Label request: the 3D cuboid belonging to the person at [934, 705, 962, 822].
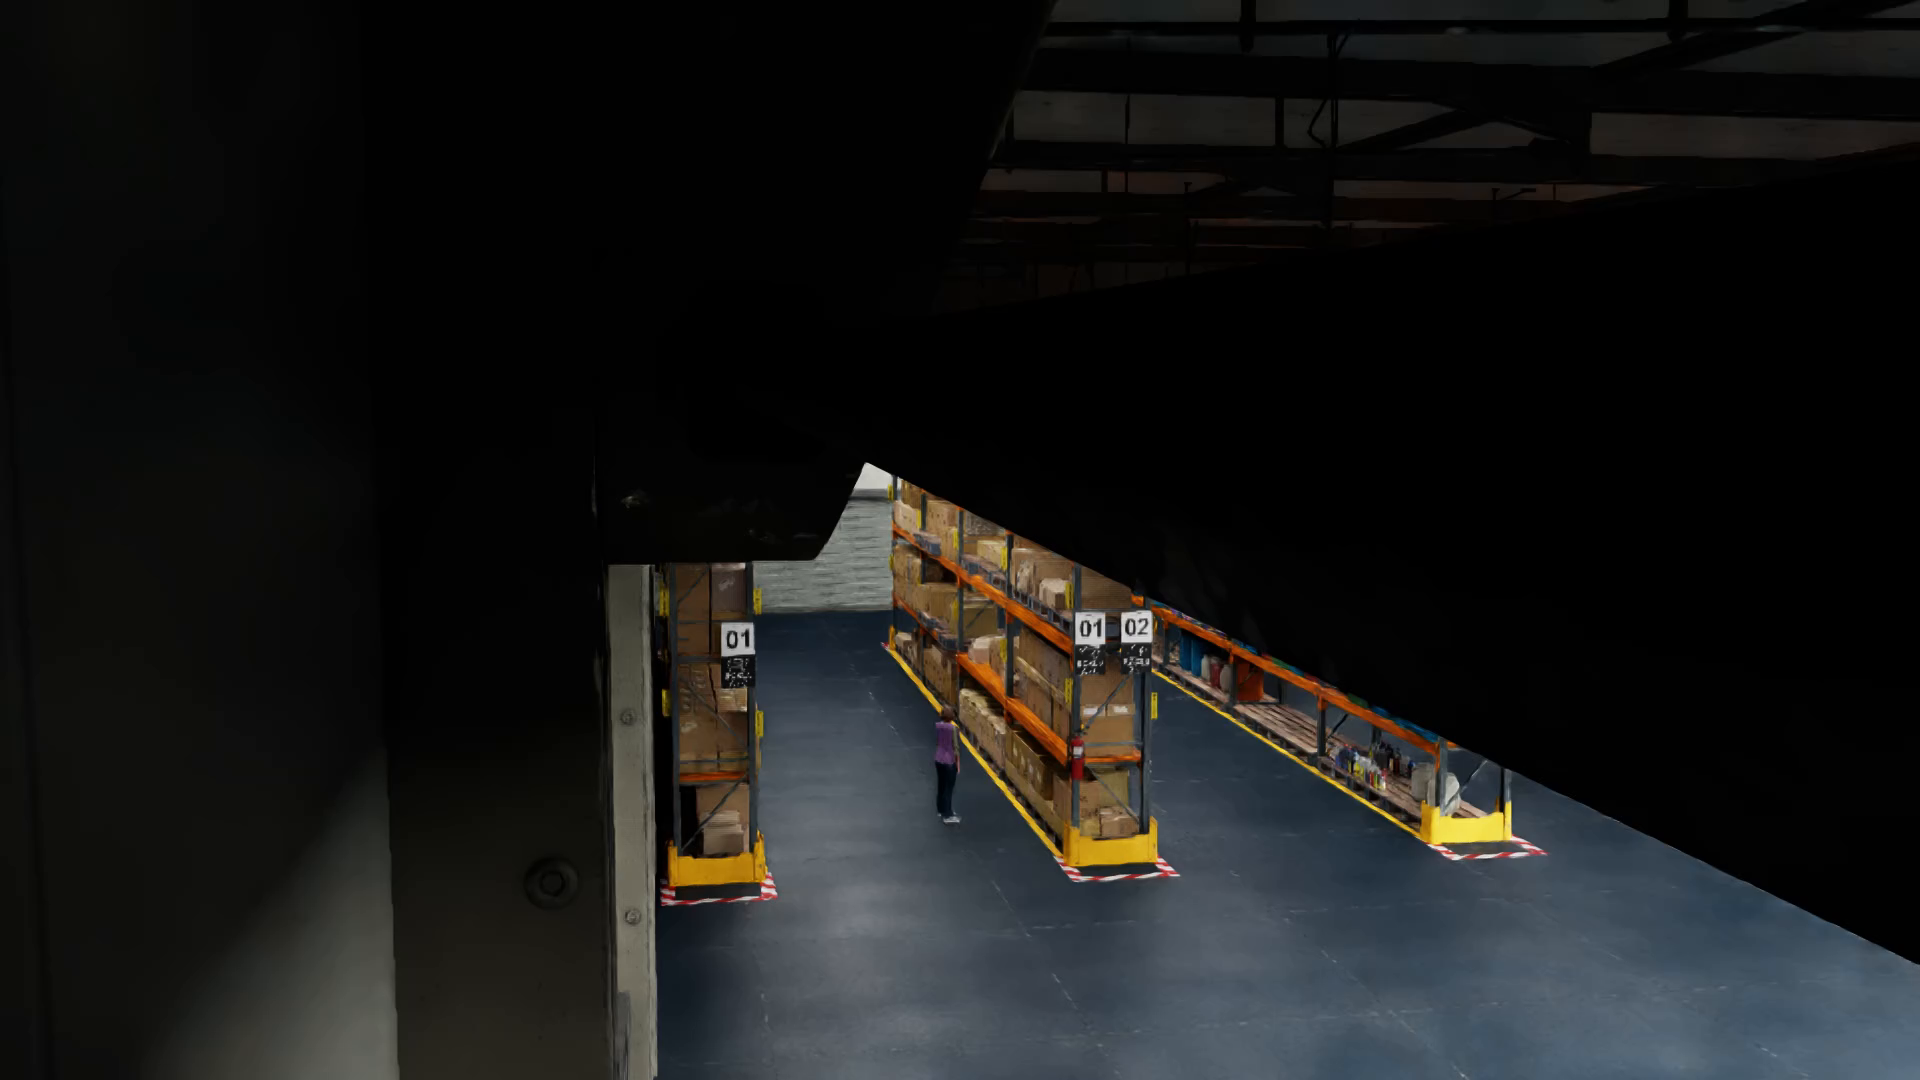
[{"bbox_3d":[-0.158,3.057,22.852,0.401,1.598,0.465,-6,8,-42],"label":"person"}]
